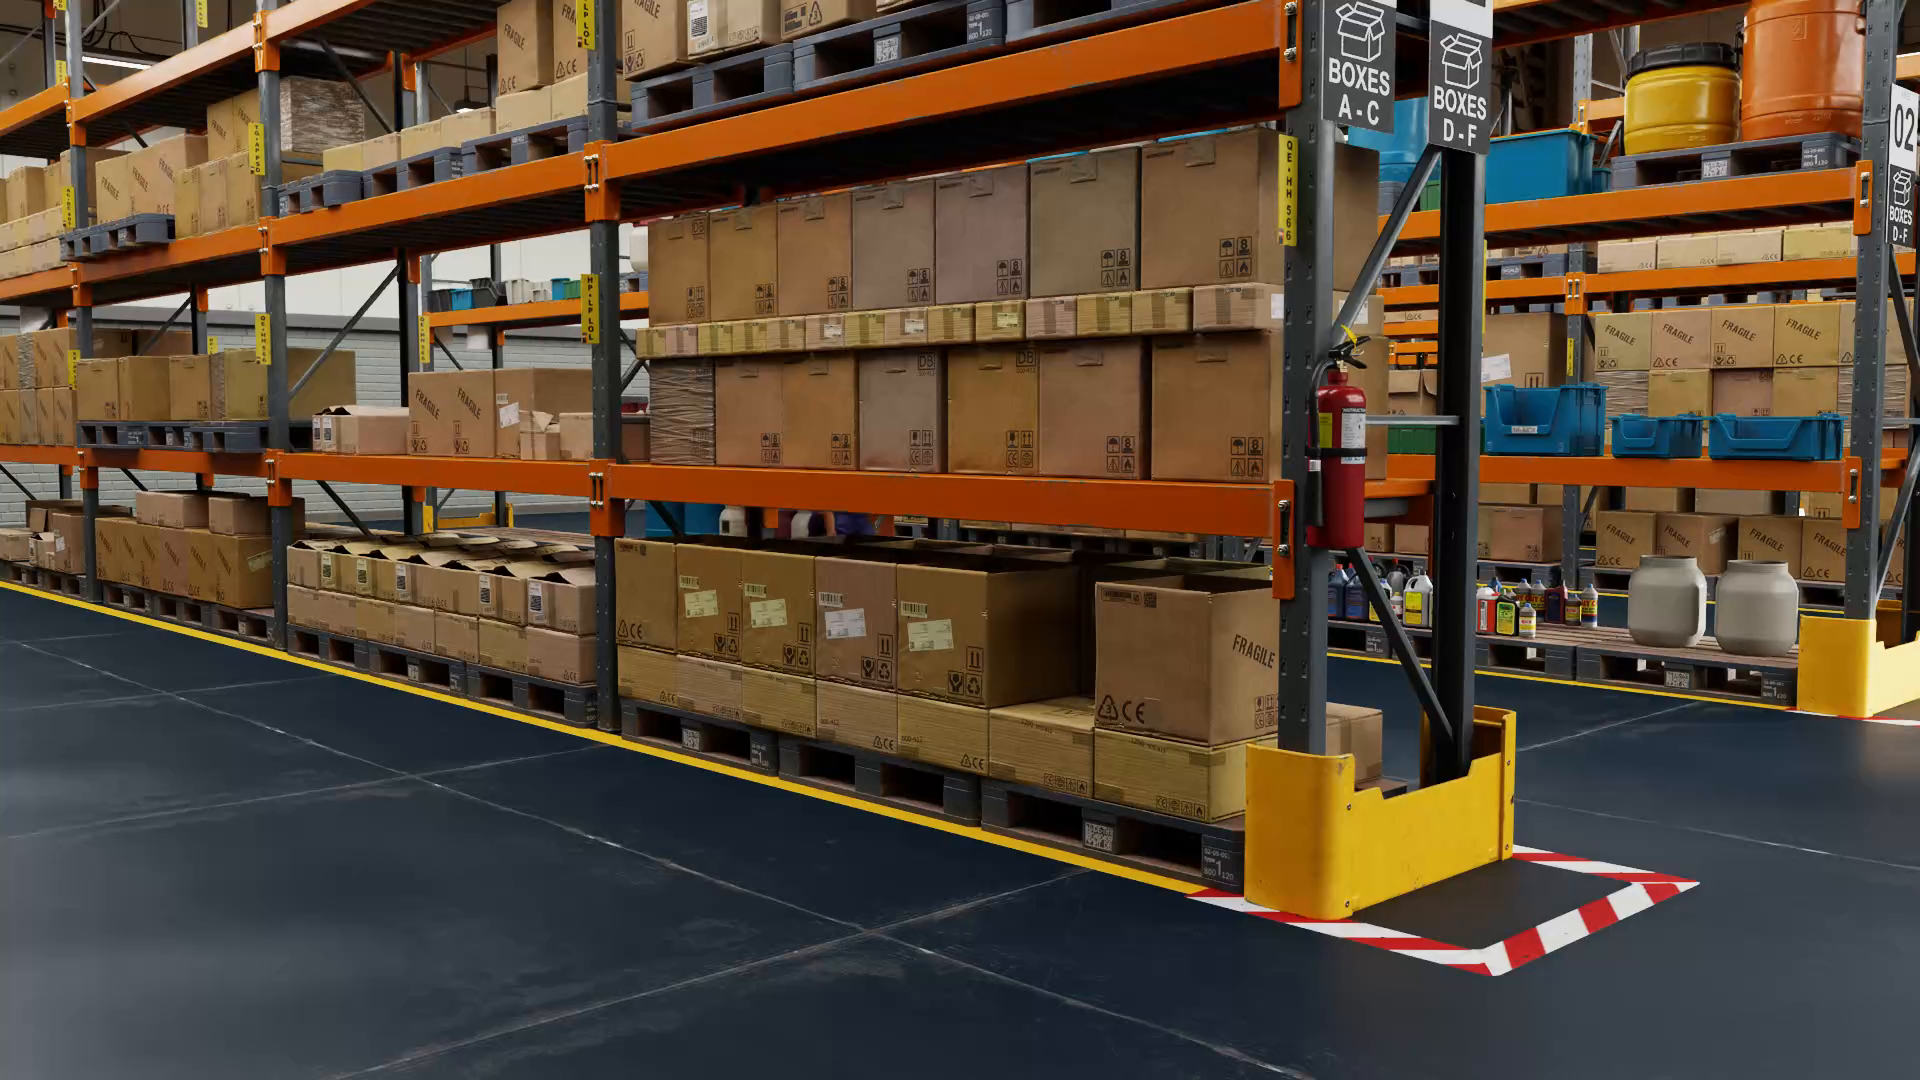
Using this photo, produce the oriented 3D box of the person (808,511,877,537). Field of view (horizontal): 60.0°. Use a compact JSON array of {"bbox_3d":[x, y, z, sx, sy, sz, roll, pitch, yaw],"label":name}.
[{"bbox_3d":[-0.740,-0.073,10.496,0.471,1.633,0.532,2,4,23],"label":"person"}]
